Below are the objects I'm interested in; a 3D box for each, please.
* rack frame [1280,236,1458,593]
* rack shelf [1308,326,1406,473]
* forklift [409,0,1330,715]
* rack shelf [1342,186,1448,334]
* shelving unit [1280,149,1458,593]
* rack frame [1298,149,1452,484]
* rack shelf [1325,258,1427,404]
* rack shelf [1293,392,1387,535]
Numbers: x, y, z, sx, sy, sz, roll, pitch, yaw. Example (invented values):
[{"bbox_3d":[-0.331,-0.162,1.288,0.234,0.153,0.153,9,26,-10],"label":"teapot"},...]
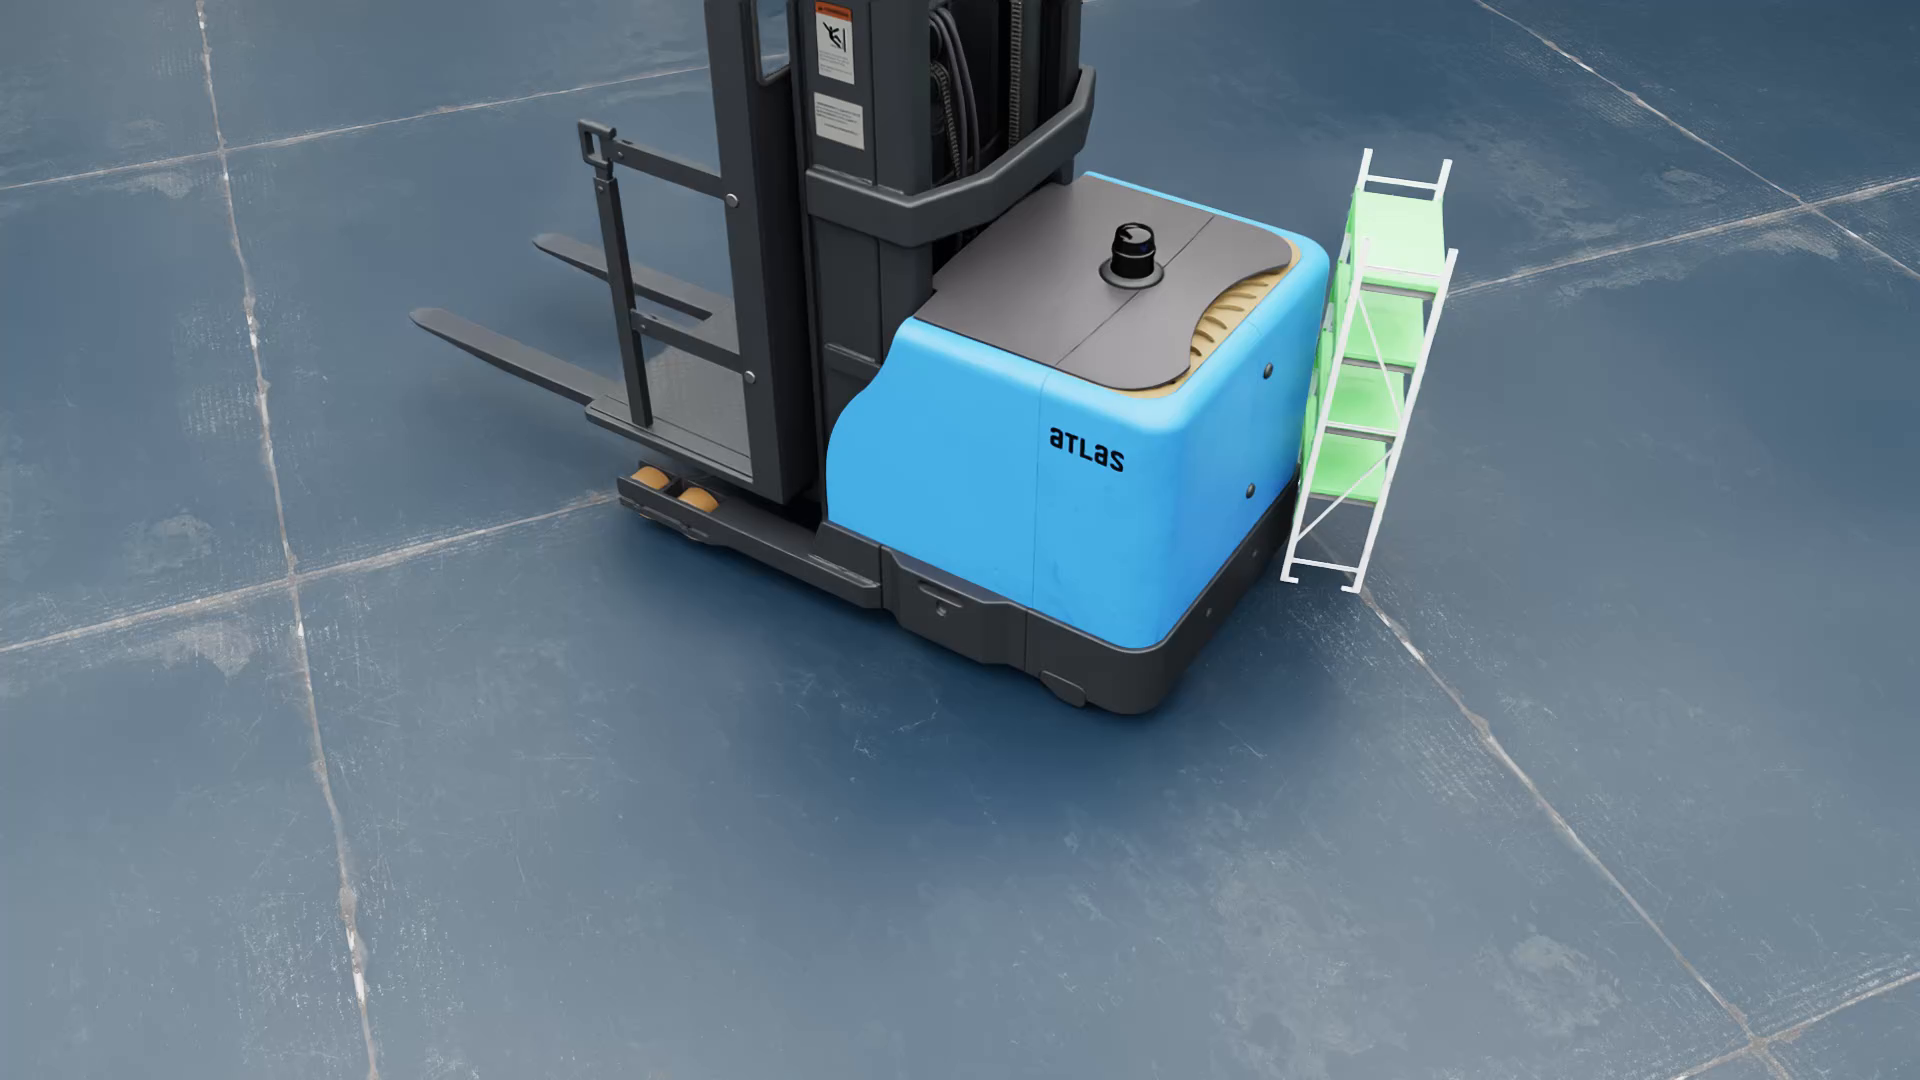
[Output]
[{"bbox_3d":[1.130,-0.312,4.682,0.240,1.200,0.015,9,42,6],"label":"rack frame"},{"bbox_3d":[1.172,-0.420,4.906,0.258,0.148,0.480,9,42,6],"label":"rack shelf"},{"bbox_3d":[-0.483,-1.374,4.599,3.031,2.935,1.130,23,46,24],"label":"forklift"},{"bbox_3d":[1.198,-0.780,4.589,0.258,0.148,0.480,9,42,6],"label":"rack shelf"},{"bbox_3d":[1.176,-0.468,4.863,0.258,1.200,0.503,9,42,6],"label":"shelving unit"},{"bbox_3d":[1.222,-0.624,5.045,0.240,1.200,0.015,9,42,6],"label":"rack frame"},{"bbox_3d":[1.185,-0.600,4.747,0.258,0.148,0.480,9,42,6],"label":"rack shelf"},{"bbox_3d":[1.160,-0.240,5.064,0.258,0.148,0.480,9,42,6],"label":"rack shelf"}]
